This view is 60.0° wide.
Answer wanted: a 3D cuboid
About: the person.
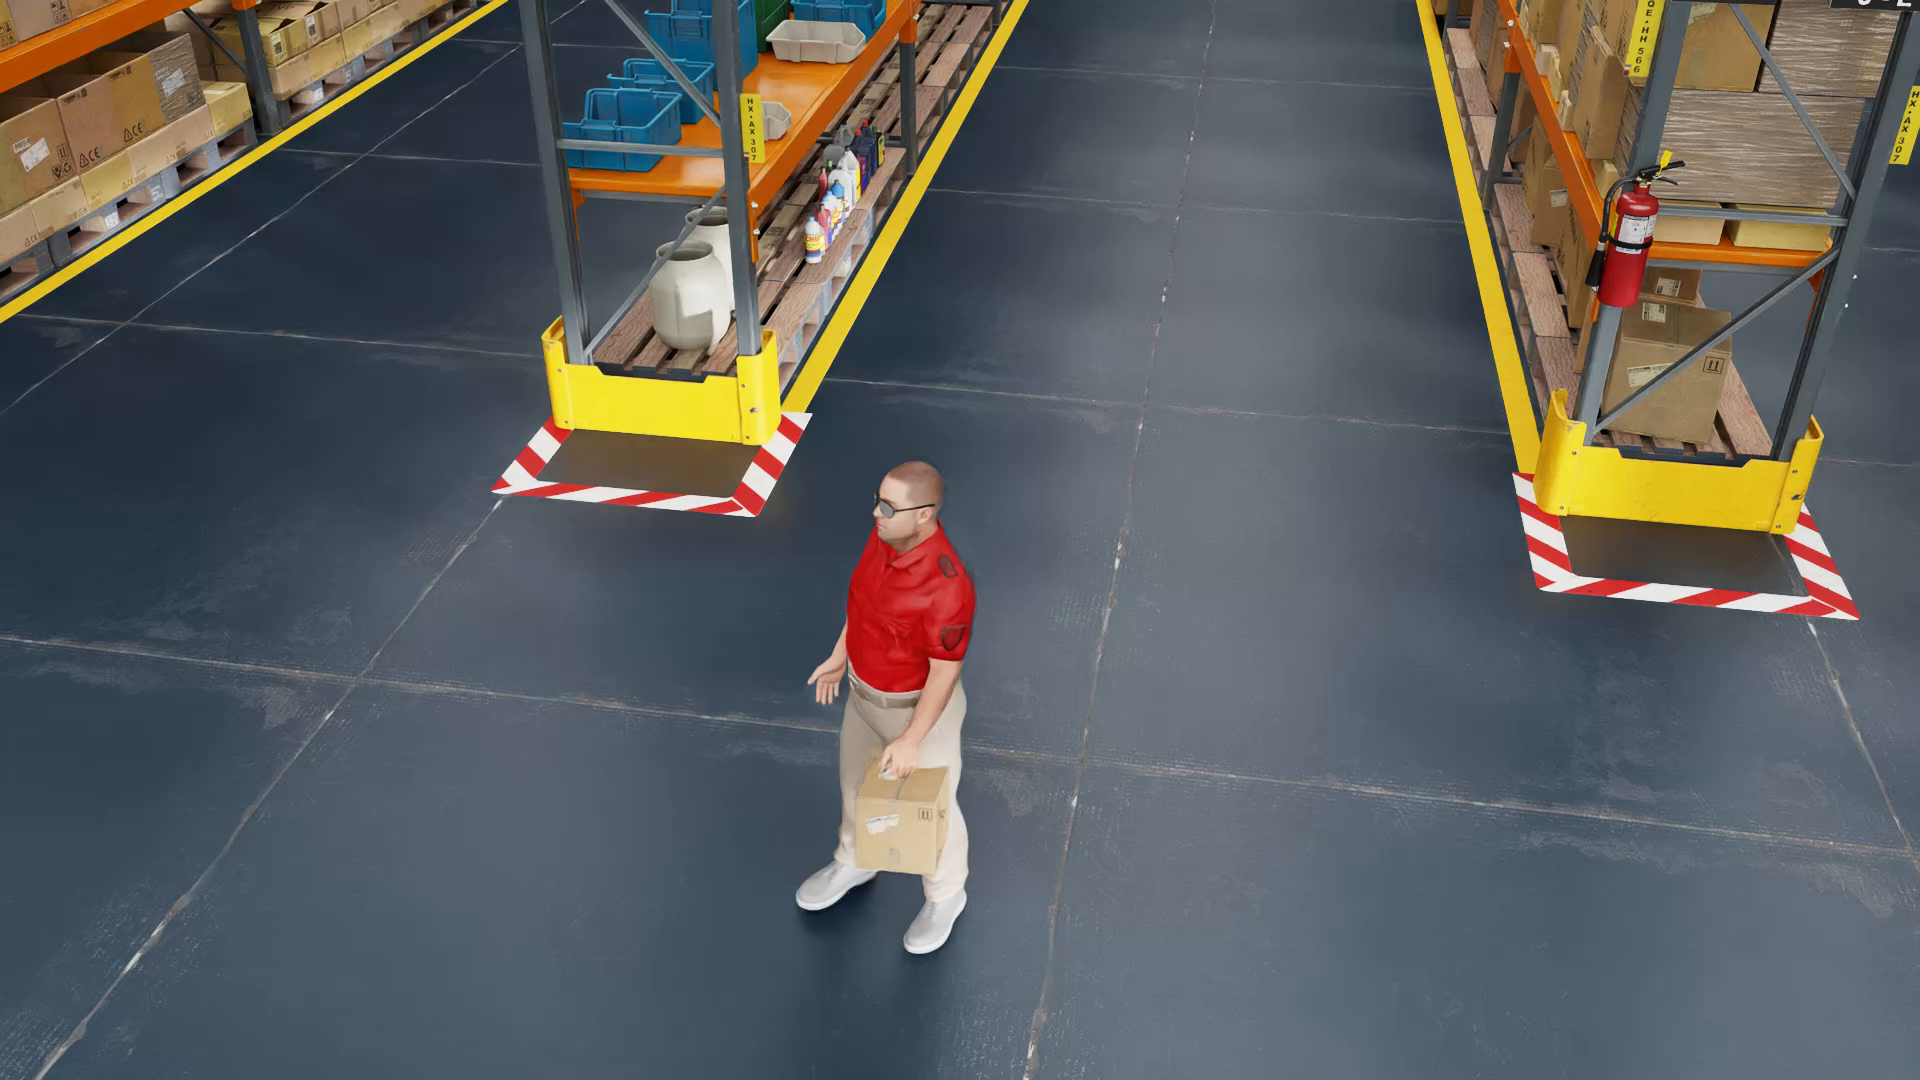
[{"bbox_3d":[-0.250,0.543,5.262,0.523,1.730,0.576,-18,36,-26],"label":"person"}]
